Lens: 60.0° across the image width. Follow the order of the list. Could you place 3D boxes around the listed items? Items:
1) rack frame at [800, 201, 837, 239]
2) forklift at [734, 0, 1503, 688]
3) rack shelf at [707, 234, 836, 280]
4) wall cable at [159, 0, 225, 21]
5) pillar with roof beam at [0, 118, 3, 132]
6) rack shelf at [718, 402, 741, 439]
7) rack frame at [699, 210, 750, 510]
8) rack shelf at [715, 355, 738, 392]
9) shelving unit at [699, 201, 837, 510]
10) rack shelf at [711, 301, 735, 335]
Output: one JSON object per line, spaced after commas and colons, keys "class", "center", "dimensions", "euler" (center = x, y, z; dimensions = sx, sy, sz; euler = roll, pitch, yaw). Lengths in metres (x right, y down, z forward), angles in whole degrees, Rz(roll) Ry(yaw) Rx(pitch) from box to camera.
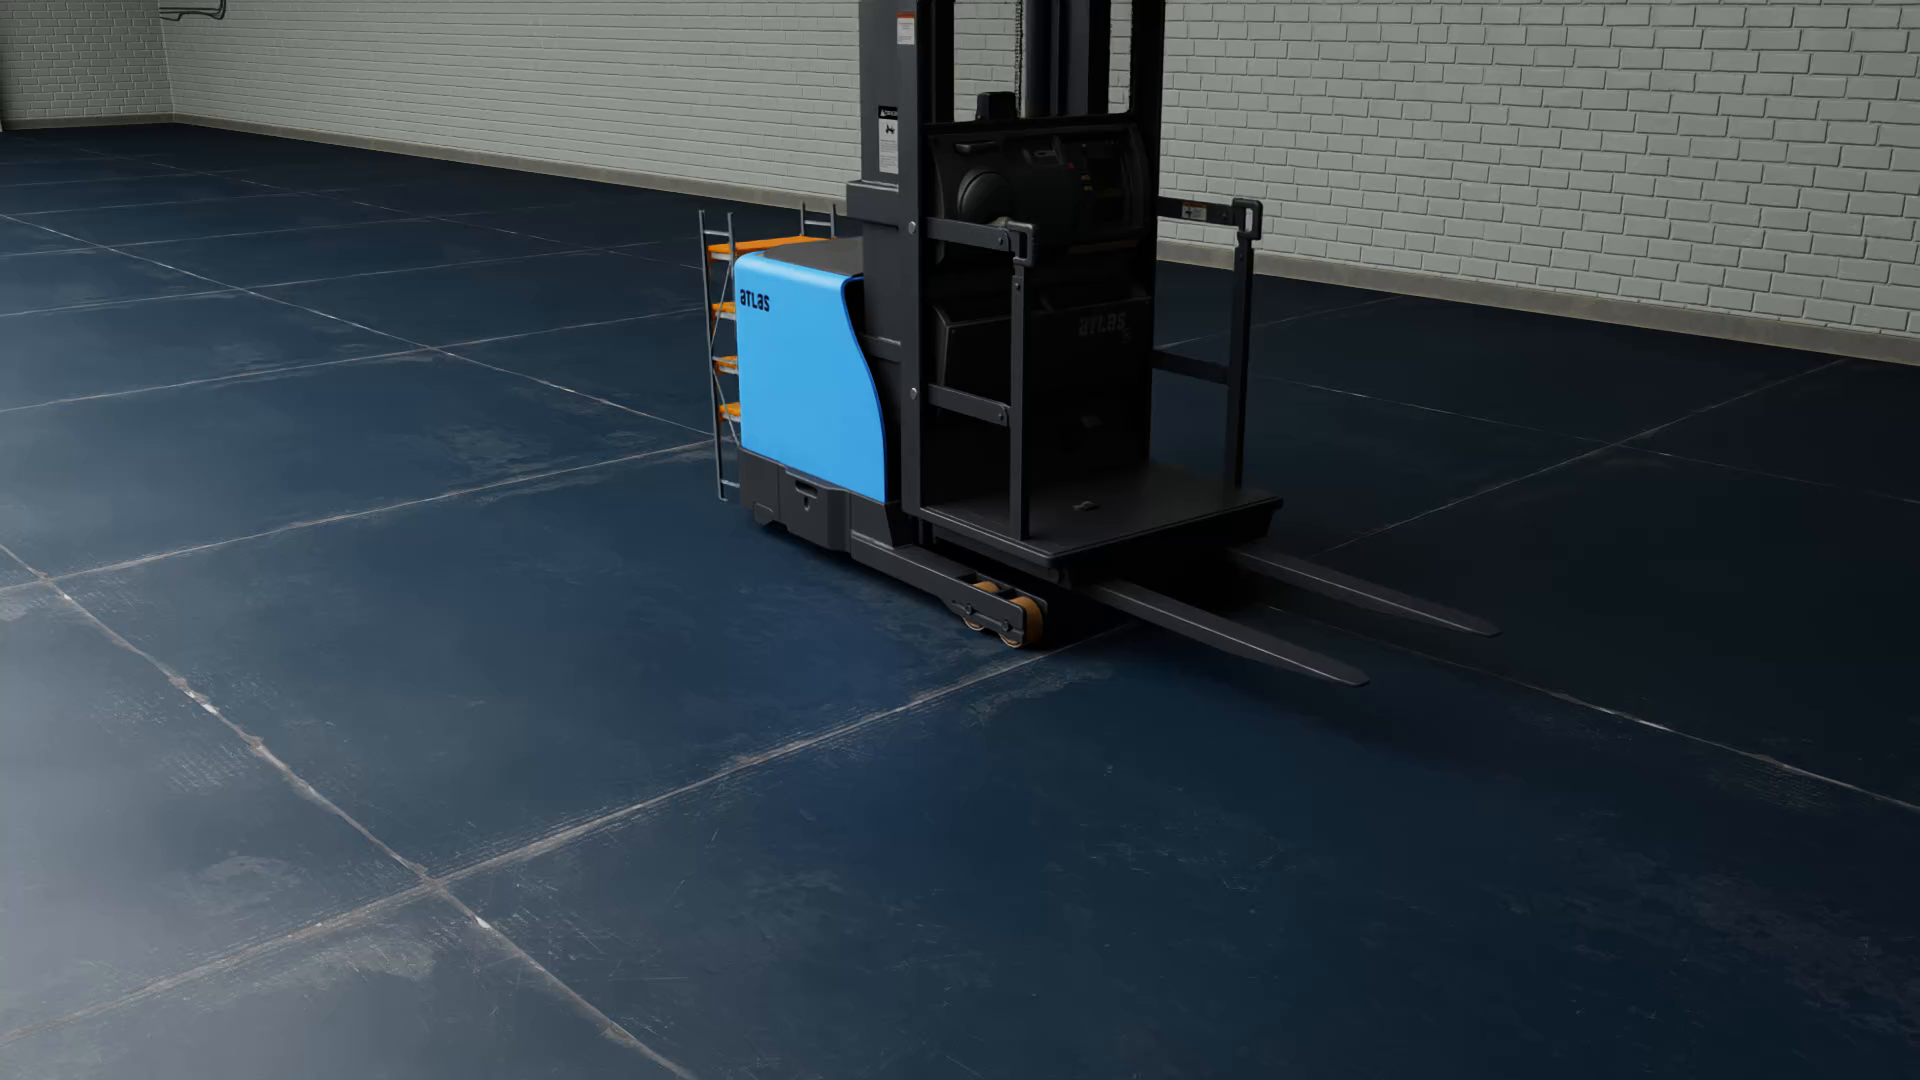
{"class": "rack frame", "center": [-0.574, -0.821, 7.053], "dimensions": [0.015, 1.200, 0.240], "euler": [-14, 20, -37]}
{"class": "forklift", "center": [0.415, -1.215, 5.481], "dimensions": [1.130, 2.935, 3.031], "euler": [-14, 22, -36]}
{"class": "rack shelf", "center": [-0.773, -1.151, 6.797], "dimensions": [0.480, 0.148, 0.258], "euler": [-14, 20, -37]}
{"class": "wall cable", "center": [-12.620, -9.707, 26.867], "dimensions": [0.112, 2.526, 3.097], "euler": [-16, 24, -41]}
{"class": "pillar with roof beam", "center": [-12.711, -9.891, 22.401], "dimensions": [0.400, 9.000, 9.100], "euler": [-16, 24, -41]}
{"class": "rack shelf", "center": [-0.755, -0.518, 6.979], "dimensions": [0.480, 0.148, 0.258], "euler": [-14, 20, -37]}
{"class": "rack frame", "center": [-0.951, -0.725, 6.758], "dimensions": [0.015, 1.200, 0.240], "euler": [-14, 20, -37]}
{"class": "rack shelf", "center": [-0.761, -0.708, 6.924], "dimensions": [0.480, 0.148, 0.258], "euler": [-14, 20, -37]}
{"class": "shelving unit", "center": [-0.762, -0.773, 6.905], "dimensions": [0.503, 1.200, 0.258], "euler": [-14, 20, -37]}
{"class": "rack shelf", "center": [-0.767, -0.923, 6.862], "dimensions": [0.480, 0.148, 0.258], "euler": [-14, 20, -37]}
